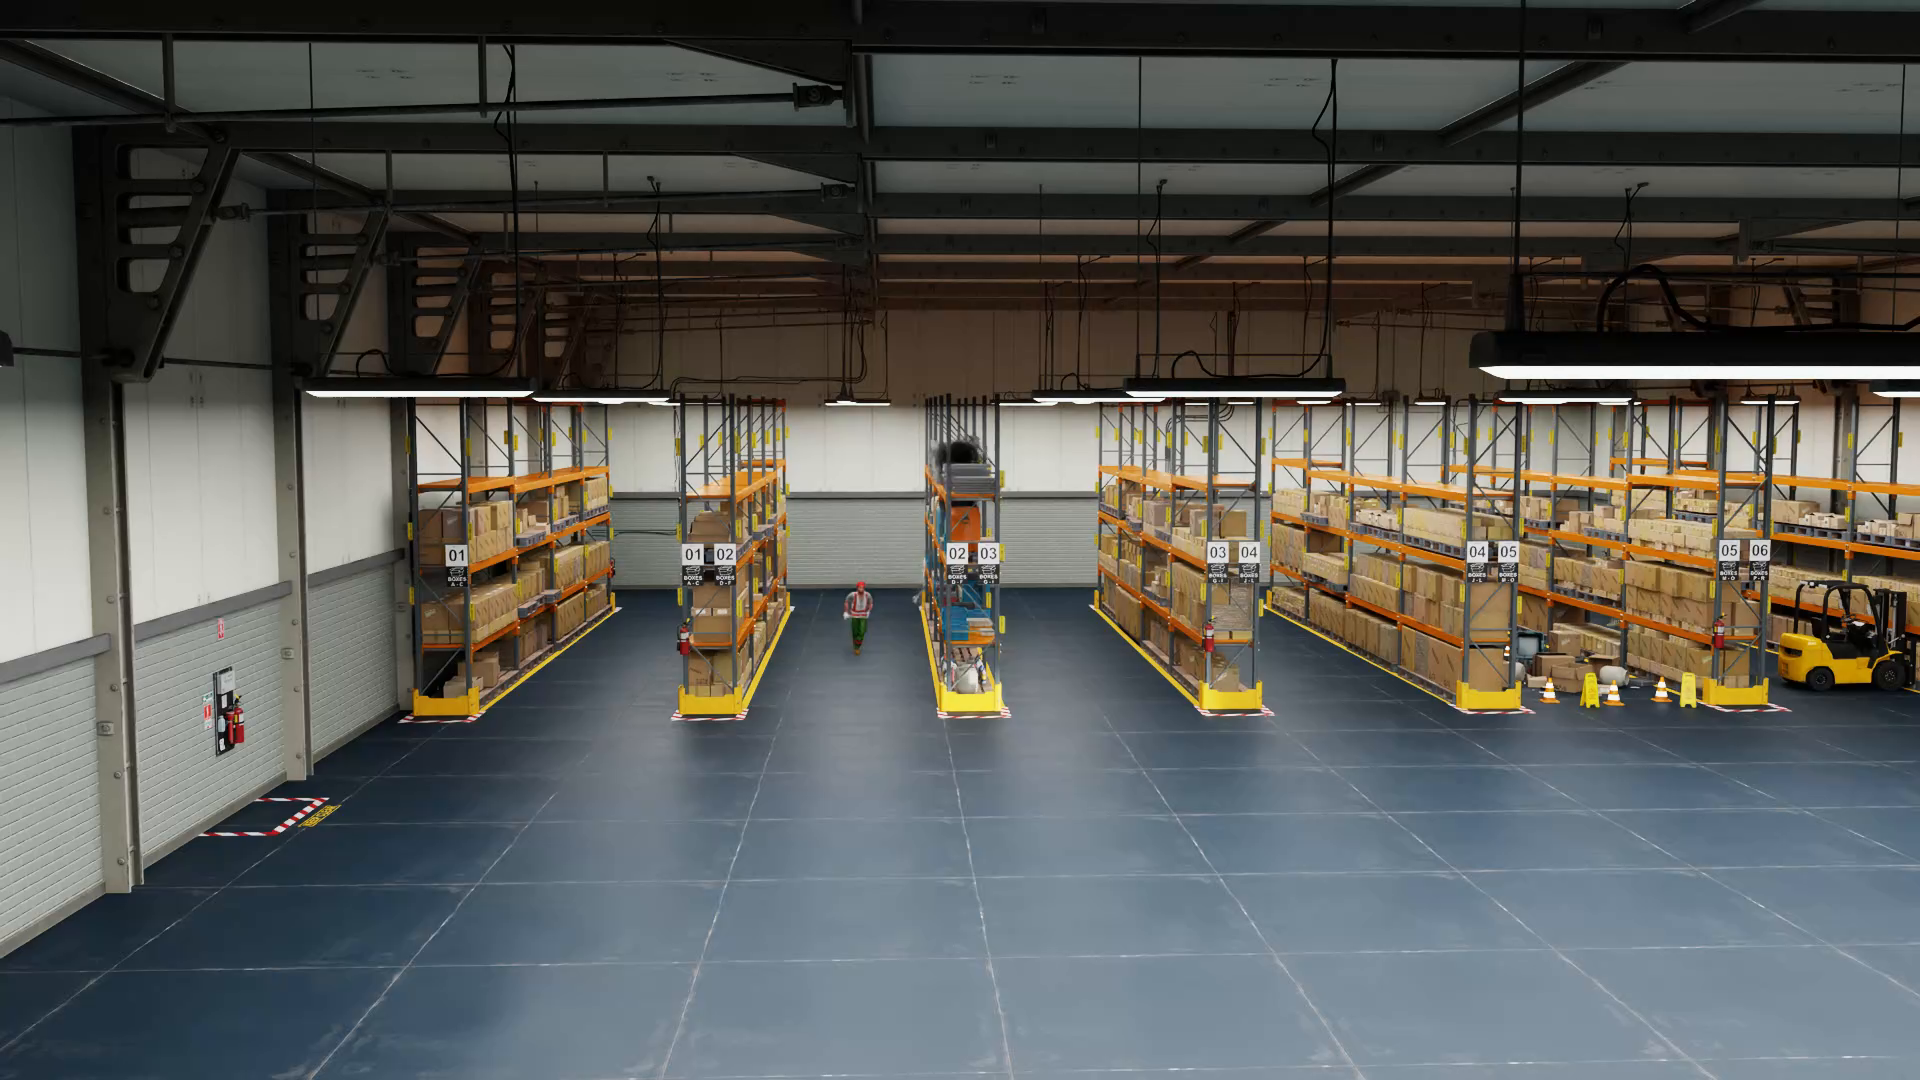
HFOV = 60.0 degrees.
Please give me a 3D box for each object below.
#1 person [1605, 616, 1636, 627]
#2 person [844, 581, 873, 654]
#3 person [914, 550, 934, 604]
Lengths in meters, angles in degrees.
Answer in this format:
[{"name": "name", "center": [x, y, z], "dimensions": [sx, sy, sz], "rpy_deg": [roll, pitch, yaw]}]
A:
[{"name": "person", "center": [17.251, 1.481, 43.368], "dimensions": [0.561, 1.640, 0.955], "rpy_deg": [-2, 5, -21]}, {"name": "person", "center": [-2.372, 1.800, 38.877], "dimensions": [0.663, 1.715, 0.702], "rpy_deg": [-2, 5, -20]}, {"name": "person", "center": [-0.981, 1.086, 48.501], "dimensions": [0.635, 1.612, 0.723], "rpy_deg": [2, 5, 26]}]
